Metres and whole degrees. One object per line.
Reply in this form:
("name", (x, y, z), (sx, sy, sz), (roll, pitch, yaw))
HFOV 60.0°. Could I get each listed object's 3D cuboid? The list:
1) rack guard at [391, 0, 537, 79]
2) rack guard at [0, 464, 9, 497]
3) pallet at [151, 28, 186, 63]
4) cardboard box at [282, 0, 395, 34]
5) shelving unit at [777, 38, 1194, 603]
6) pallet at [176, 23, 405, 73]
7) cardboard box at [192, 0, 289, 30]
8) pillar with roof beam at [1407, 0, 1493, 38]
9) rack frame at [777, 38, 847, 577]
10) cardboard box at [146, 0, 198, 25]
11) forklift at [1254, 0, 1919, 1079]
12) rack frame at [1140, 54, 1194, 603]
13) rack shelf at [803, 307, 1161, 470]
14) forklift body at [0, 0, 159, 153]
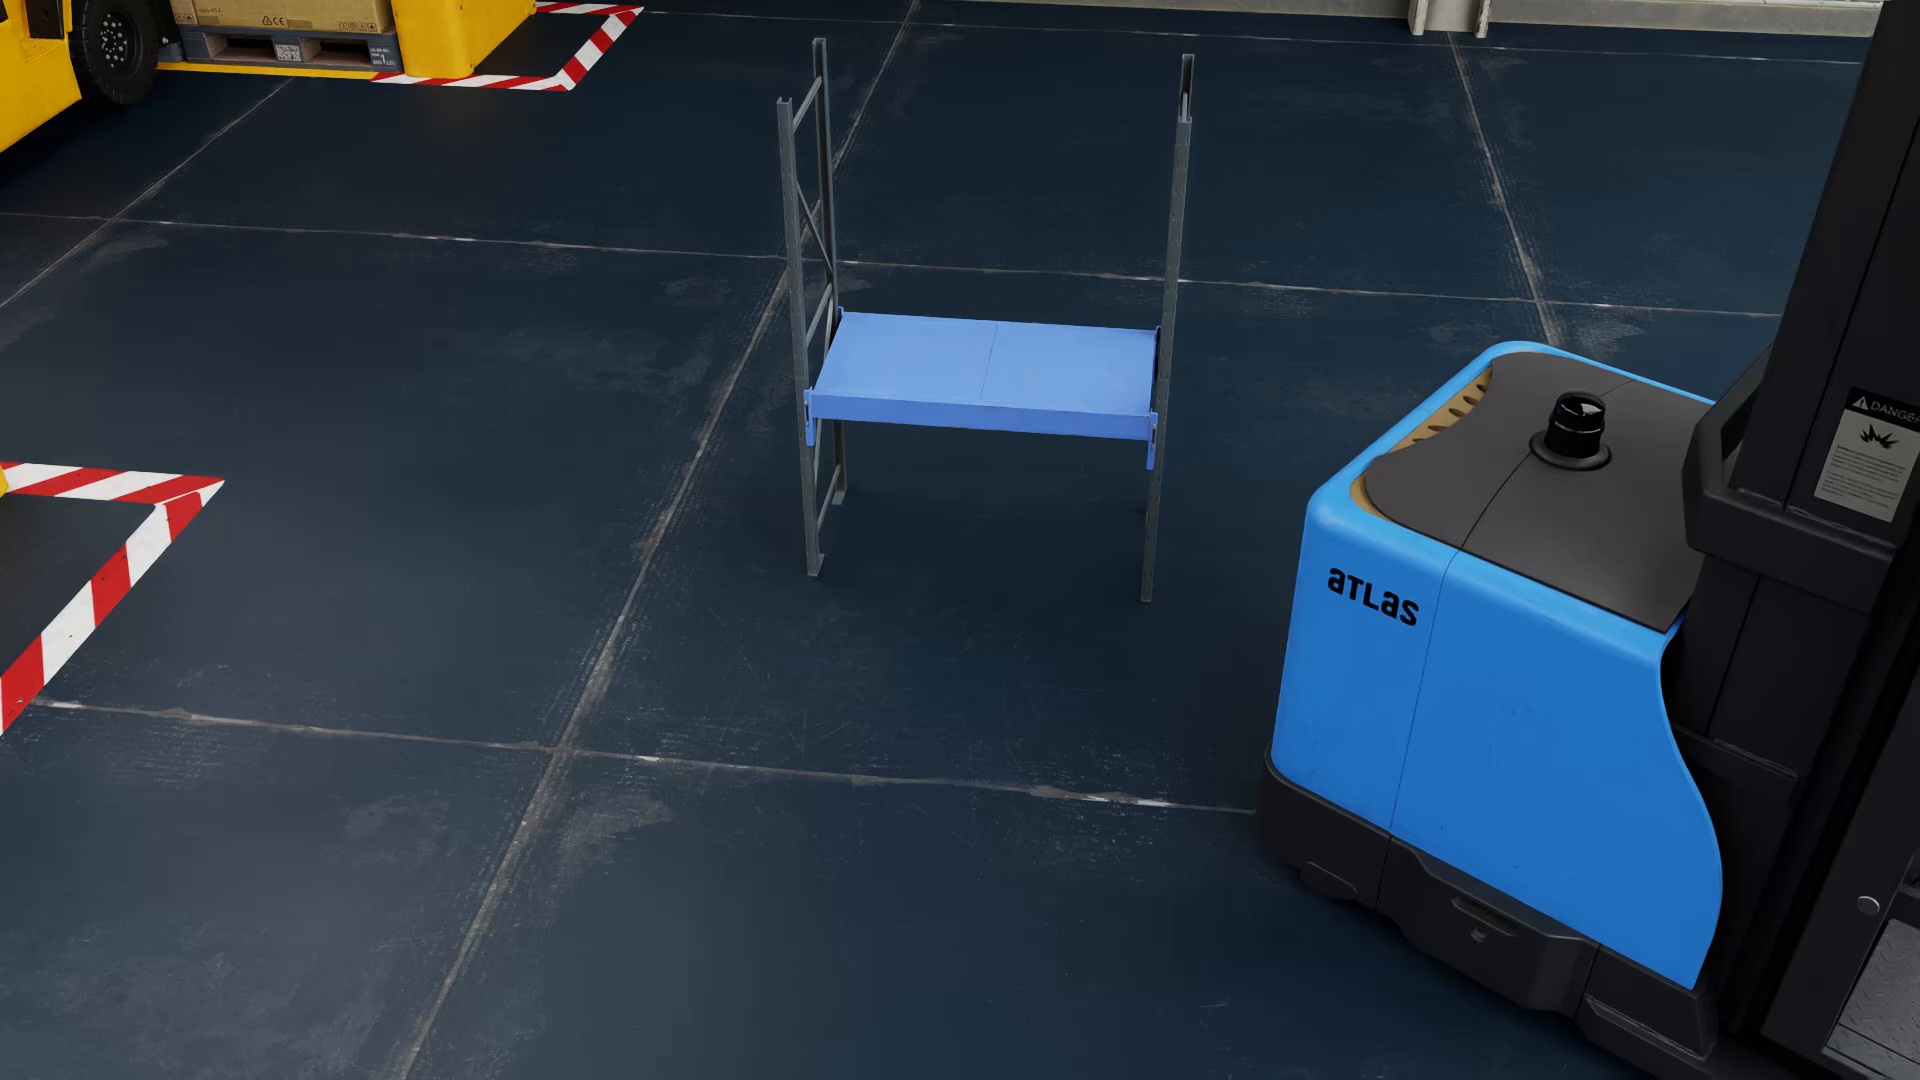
("rack guard", (-2.649, -2.927, 8.921), (0.348, 0.500, 1.175), (4, 36, 6))
("rack guard", (-3.377, -0.074, 4.924), (0.348, 0.500, 1.175), (4, 36, 6))
("pallet", (-4.644, -2.936, 9.182), (1.213, 0.211, 1.003), (4, 36, 6))
("cardboard box", (-3.179, -2.851, 8.668), (0.500, 0.250, 0.500), (5, 36, 6))
("shelving unit", (0.085, -0.604, 4.805), (1.048, 1.500, 0.538), (4, 36, 6))
("pallet", (-3.437, -2.844, 9.053), (1.213, 0.211, 1.003), (4, 36, 6))
("cardboard box", (-3.671, -2.893, 8.727), (0.500, 0.250, 0.500), (4, 36, 6))
("pillar with roof beam", (2.154, -4.035, 3.157), (0.400, 9.000, 9.100), (4, 36, 6))
("rack frame", (-0.420, -0.642, 4.858), (0.032, 1.500, 0.500), (4, 36, 6))
("cardboard box", (-4.167, -2.935, 8.786), (0.500, 0.250, 0.500), (5, 36, 6))
("forklift", (2.179, -0.069, 2.824), (3.031, 2.935, 1.130), (26, 43, 32))
("rack frame", (0.589, -0.567, 4.753), (0.032, 1.500, 0.500), (4, 36, 6))
("rack shelf", (0.085, -0.458, 4.910), (1.000, 0.185, 0.538), (4, 36, 6))
("forklift body", (-4.786, -2.690, 7.168), (1.214, 2.155, 2.313), (4, 36, 6))
